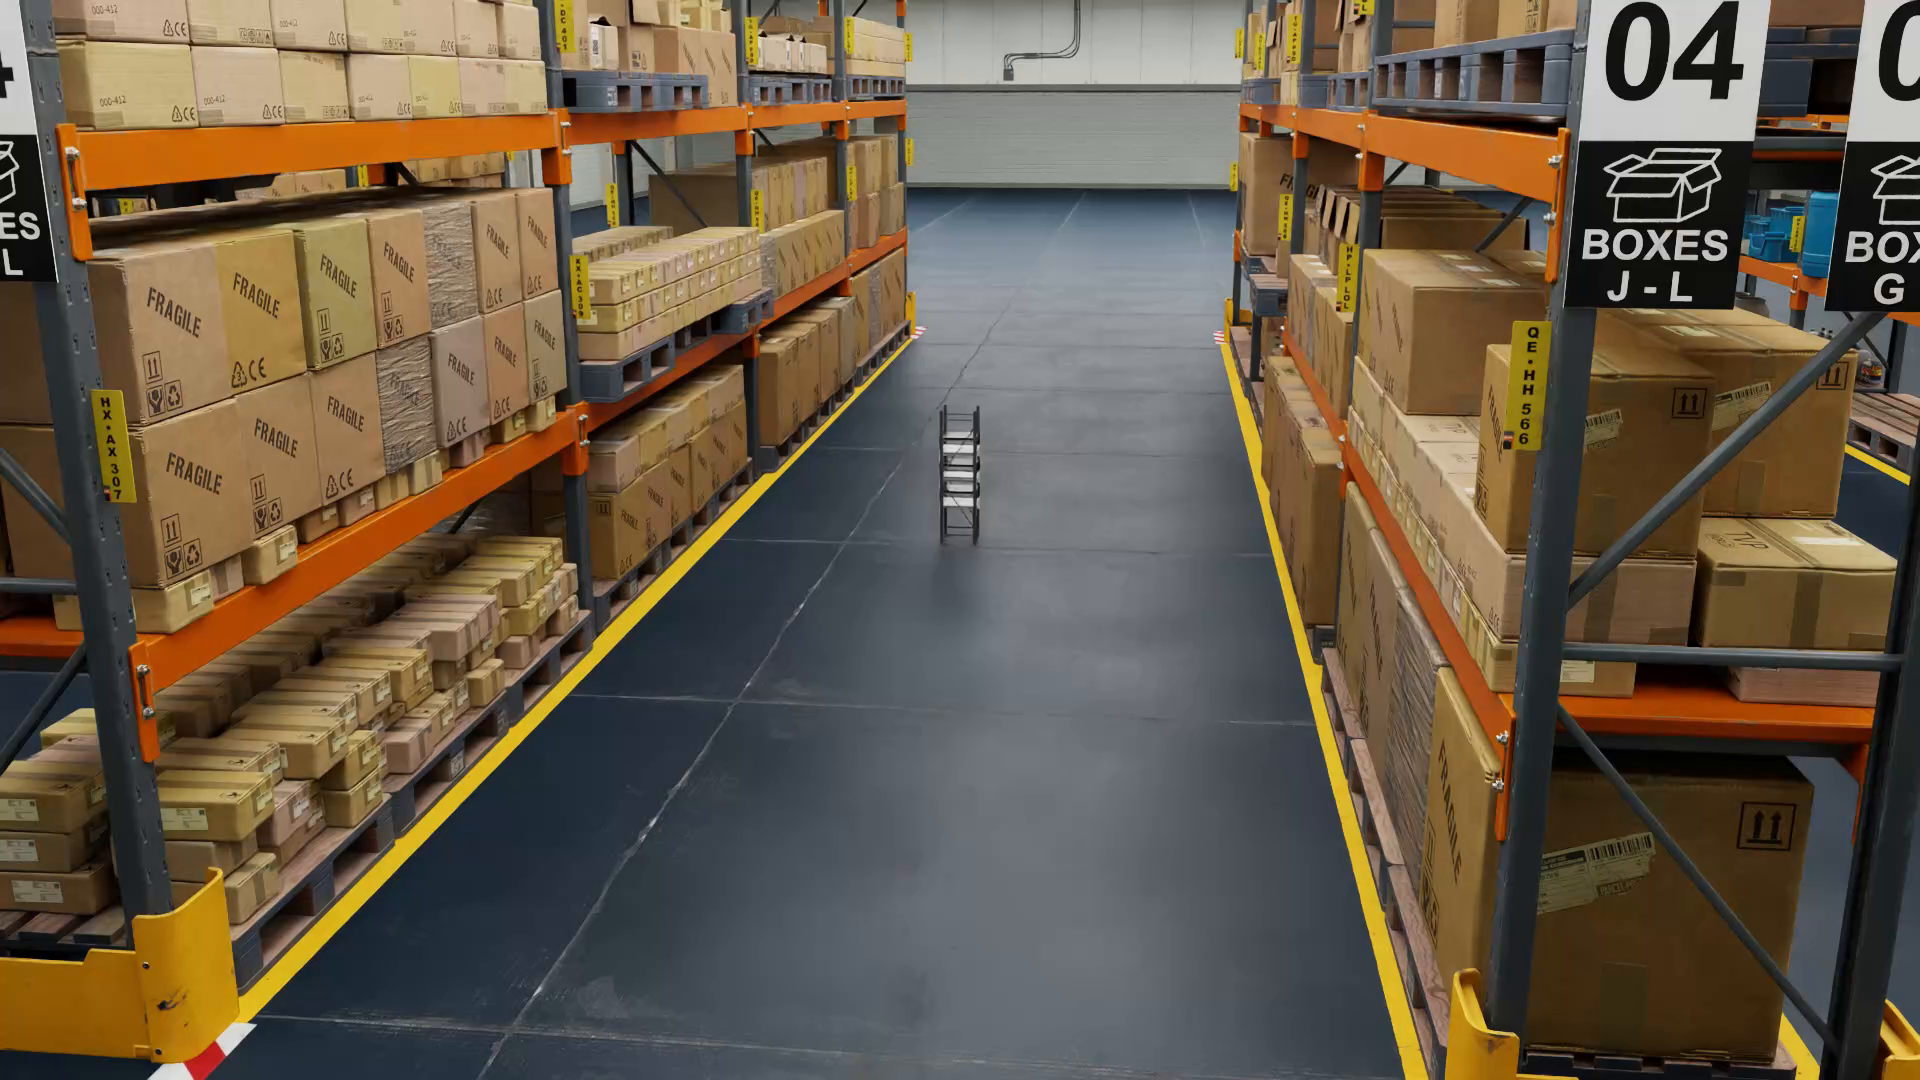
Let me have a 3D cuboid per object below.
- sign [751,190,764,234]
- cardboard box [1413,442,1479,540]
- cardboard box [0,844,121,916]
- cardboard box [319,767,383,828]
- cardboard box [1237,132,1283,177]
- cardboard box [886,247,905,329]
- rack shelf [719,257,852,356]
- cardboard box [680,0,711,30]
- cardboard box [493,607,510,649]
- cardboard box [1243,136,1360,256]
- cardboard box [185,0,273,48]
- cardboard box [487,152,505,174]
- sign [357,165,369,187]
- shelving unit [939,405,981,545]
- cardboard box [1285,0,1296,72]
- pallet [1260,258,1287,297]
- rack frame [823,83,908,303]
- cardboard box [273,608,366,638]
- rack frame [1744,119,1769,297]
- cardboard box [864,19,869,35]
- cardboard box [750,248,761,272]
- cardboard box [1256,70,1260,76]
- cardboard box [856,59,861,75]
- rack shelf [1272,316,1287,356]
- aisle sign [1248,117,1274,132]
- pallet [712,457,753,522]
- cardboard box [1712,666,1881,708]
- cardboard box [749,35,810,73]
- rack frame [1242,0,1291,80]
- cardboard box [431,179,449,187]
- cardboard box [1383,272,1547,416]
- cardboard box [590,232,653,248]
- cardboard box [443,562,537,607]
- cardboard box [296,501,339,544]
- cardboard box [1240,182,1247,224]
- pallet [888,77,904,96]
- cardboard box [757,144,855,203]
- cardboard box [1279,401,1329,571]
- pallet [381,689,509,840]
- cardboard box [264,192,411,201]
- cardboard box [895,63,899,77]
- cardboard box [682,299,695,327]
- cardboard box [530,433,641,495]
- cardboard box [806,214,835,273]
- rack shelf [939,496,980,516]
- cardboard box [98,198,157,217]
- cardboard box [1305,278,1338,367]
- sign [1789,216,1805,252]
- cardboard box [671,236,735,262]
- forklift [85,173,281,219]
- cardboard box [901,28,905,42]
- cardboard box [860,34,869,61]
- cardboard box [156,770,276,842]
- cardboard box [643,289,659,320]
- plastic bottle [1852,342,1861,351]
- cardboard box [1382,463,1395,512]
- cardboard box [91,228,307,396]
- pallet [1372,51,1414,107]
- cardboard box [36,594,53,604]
[{"bbox_3d":[-1.512,-2.446,12.395,0.100,0.325,0.005,2,15,6],"label":"sign"},{"bbox_3d":[1.868,-0.160,5.725,0.500,0.250,0.500,1,15,4],"label":"cardboard box"},{"bbox_3d":[-3.103,1.167,5.758,0.380,0.149,0.250,2,15,7],"label":"cardboard box"},{"bbox_3d":[-2.471,0.985,6.430,0.380,0.149,0.250,2,15,7],"label":"cardboard box"},{"bbox_3d":[3.434,-4.381,18.942,0.500,0.500,0.500,2,15,6],"label":"cardboard box"},{"bbox_3d":[-1.161,-3.013,19.824,0.875,0.875,0.875,2,15,7],"label":"cardboard box"},{"bbox_3d":[-1.827,-2.110,14.598,1.077,0.370,4.000,2,15,6],"label":"rack shelf"},{"bbox_3d":[-1.883,-3.559,11.172,0.396,0.266,0.258,2,15,6],"label":"cardboard box"},{"bbox_3d":[-2.380,0.422,7.942,0.380,0.149,0.250,2,15,7],"label":"cardboard box"},{"bbox_3d":[3.087,-3.094,14.906,1.000,1.000,1.000,2,15,7],"label":"cardboard box"},{"bbox_3d":[-2.589,-1.723,5.369,0.500,0.250,0.500,2,15,6],"label":"cardboard box"},{"bbox_3d":[-5.920,-4.669,20.006,0.700,0.500,0.500,1,15,5],"label":"cardboard box"},{"bbox_3d":[-5.979,-3.639,16.657,0.100,0.325,0.005,2,15,6],"label":"sign"},{"bbox_3d":[-0.001,-0.432,11.037,0.258,0.900,0.210,2,15,6],"label":"shelving unit"},{"bbox_3d":[2.717,-3.769,12.457,0.500,0.500,0.500,2,15,6],"label":"cardboard box"},{"bbox_3d":[3.047,-2.189,13.877,1.003,0.211,1.213,2,15,6],"label":"pallet"},{"bbox_3d":[-1.150,-4.014,20.259,1.000,3.000,0.127,2,15,6],"label":"rack frame"},{"bbox_3d":[-2.883,0.410,7.417,0.380,0.149,0.250,1,15,4],"label":"cardboard box"},{"bbox_3d":[8.688,-3.696,19.083,1.000,3.000,0.127,2,15,6],"label":"rack frame"},{"bbox_3d":[-1.137,-5.221,16.935,0.380,0.149,0.250,1,15,5],"label":"cardboard box"},{"bbox_3d":[-1.656,-2.022,12.002,0.380,0.149,0.250,2,15,7],"label":"cardboard box"},{"bbox_3d":[3.134,-4.672,16.469,0.380,0.149,0.250,1,15,5],"label":"cardboard box"},{"bbox_3d":[-1.195,-4.706,16.557,0.380,0.149,0.250,2,15,6],"label":"cardboard box"},{"bbox_3d":[3.090,-1.938,13.961,1.077,0.370,4.000,2,15,6],"label":"rack shelf"},{"bbox_3d":[3.476,-5.121,19.375,0.394,0.787,0.004,2,15,6],"label":"aisle sign"},{"bbox_3d":[-2.142,-0.390,12.201,1.003,0.211,1.213,2,15,6],"label":"pallet"},{"bbox_3d":[2.330,0.347,4.613,0.380,0.149,0.250,2,15,7],"label":"cardboard box"},{"bbox_3d":[-1.580,-4.171,14.270,0.500,0.311,0.500,1,15,4],"label":"cardboard box"},{"bbox_3d":[3.767,-6.738,18.839,1.000,3.000,0.127,2,15,6],"label":"rack frame"},{"bbox_3d":[-6.064,-3.786,18.656,0.500,0.500,0.500,2,15,7],"label":"cardboard box"},{"bbox_3d":[1.988,-0.783,6.592,0.500,0.500,0.500,1,15,4],"label":"cardboard box"},{"bbox_3d":[-2.357,-2.060,11.571,0.380,0.149,0.250,2,15,6],"label":"cardboard box"},{"bbox_3d":[-2.296,0.217,8.131,0.380,0.149,0.250,2,15,6],"label":"cardboard box"},{"bbox_3d":[-2.574,-0.093,6.242,0.380,0.149,0.250,2,15,6],"label":"cardboard box"},{"bbox_3d":[3.678,-3.892,19.046,0.875,0.500,0.500,2,15,6],"label":"cardboard box"},{"bbox_3d":[-1.223,-5.226,19.167,1.003,0.211,1.213,2,15,6],"label":"pallet"},{"bbox_3d":[-1.525,-3.665,16.612,0.875,0.550,0.550,2,15,6],"label":"cardboard box"},{"bbox_3d":[2.565,-0.305,9.808,1.225,0.875,0.875,1,15,4],"label":"cardboard box"},{"bbox_3d":[-2.680,0.937,7.292,1.003,0.211,1.213,2,15,6],"label":"pallet"},{"bbox_3d":[-2.840,-1.331,7.662,0.500,0.500,0.500,1,15,5],"label":"cardboard box"},{"bbox_3d":[-0.908,-5.363,18.989,0.380,0.149,0.250,2,15,7],"label":"cardboard box"},{"bbox_3d":[-1.860,-1.410,10.308,0.380,0.149,0.250,1,15,5],"label":"cardboard box"},{"bbox_3d":[-2.158,-0.443,9.603,0.500,0.250,0.500,1,15,4],"label":"cardboard box"},{"bbox_3d":[-1.451,-2.750,15.396,0.500,0.500,0.500,2,15,6],"label":"cardboard box"},{"bbox_3d":[-0.001,-0.226,11.092,0.258,0.077,0.200,2,15,6],"label":"rack shelf"},{"bbox_3d":[-6.701,-2.563,13.328,0.500,0.500,0.500,1,15,5],"label":"cardboard box"},{"bbox_3d":[2.371,-1.300,10.033,0.500,0.500,0.500,2,15,6],"label":"cardboard box"},{"bbox_3d":[7.692,-2.811,15.280,0.100,0.325,0.005,2,15,6],"label":"sign"},{"bbox_3d":[-1.739,-1.965,11.218,0.380,0.149,0.250,2,15,8],"label":"cardboard box"},{"bbox_3d":[-4.959,-1.372,10.621,1.130,2.935,3.031,1,15,4],"label":"forklift"},{"bbox_3d":[-0.851,-5.879,19.369,0.380,0.149,0.250,2,15,7],"label":"cardboard box"},{"bbox_3d":[-1.212,-4.996,16.867,0.500,0.250,0.500,2,15,6],"label":"cardboard box"},{"bbox_3d":[-2.558,0.896,5.618,0.380,0.149,0.250,1,15,4],"label":"cardboard box"},{"bbox_3d":[-1.946,-1.349,9.513,0.380,0.149,0.250,2,15,8],"label":"cardboard box"},{"bbox_3d":[8.741,-1.789,16.263,0.144,0.351,0.185,2,15,8],"label":"plastic bottle"},{"bbox_3d":[1.903,-0.205,6.654,0.380,0.149,0.250,2,15,7],"label":"cardboard box"},{"bbox_3d":[-2.590,-0.778,5.617,0.500,0.500,0.500,2,15,8],"label":"cardboard box"},{"bbox_3d":[2.310,-1.922,6.949,1.003,0.211,1.213,2,15,6],"label":"pallet"},{"bbox_3d":[-3.134,0.101,5.524,0.380,0.149,0.250,2,15,6],"label":"cardboard box"}]
